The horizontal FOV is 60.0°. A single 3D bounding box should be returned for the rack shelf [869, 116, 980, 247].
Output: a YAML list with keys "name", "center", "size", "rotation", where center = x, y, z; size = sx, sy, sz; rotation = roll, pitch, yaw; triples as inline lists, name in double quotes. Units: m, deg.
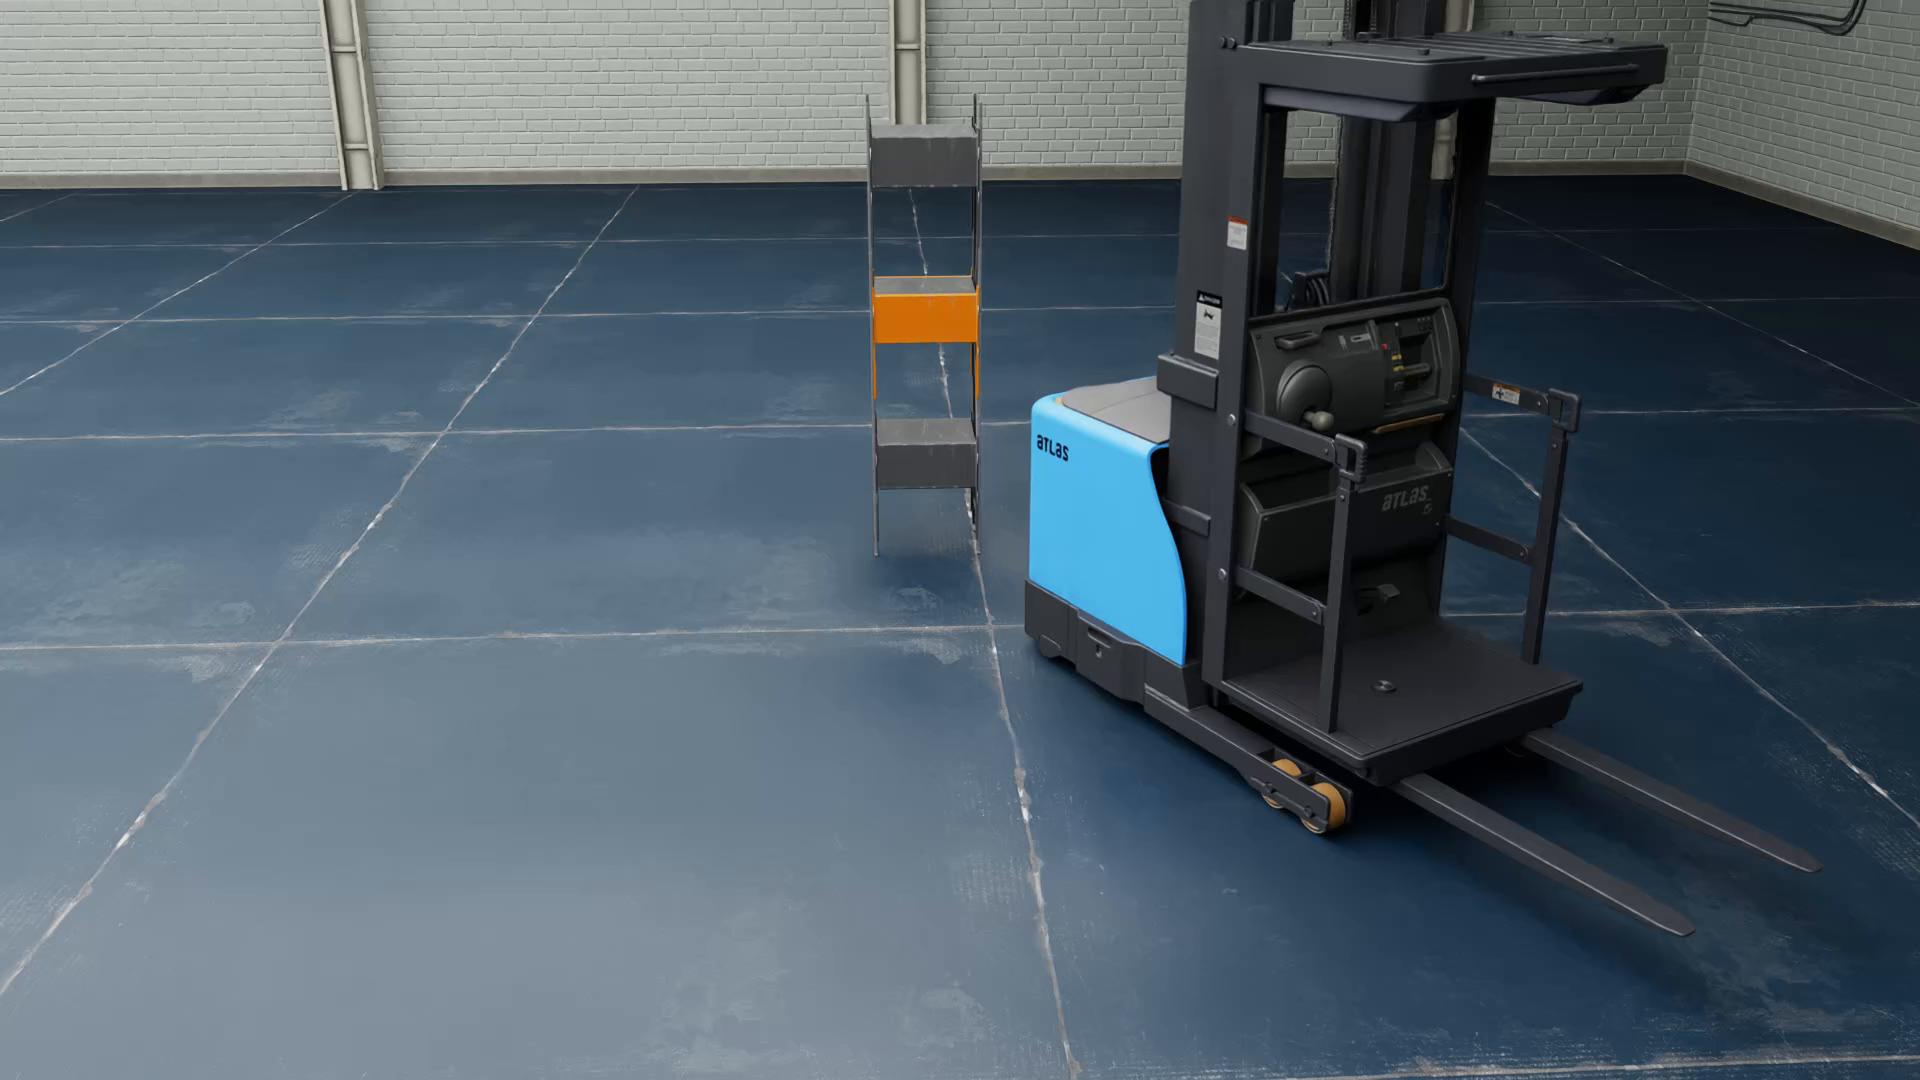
- name: "rack shelf"
  center: [-0.165, -1.619, 7.494]
  size: [0.480, 0.518, 0.431]
  rotation: [-1, 21, -3]

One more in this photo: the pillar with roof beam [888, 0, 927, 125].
- name: "pillar with roof beam"
  center: [-0.328, -6.681, 13.023]
  size: [0.400, 9.000, 9.100]
  rotation: [-1, 21, -3]

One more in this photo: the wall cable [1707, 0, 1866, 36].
- name: "wall cable"
  center: [8.433, -6.471, 16.835]
  size: [0.112, 2.526, 3.097]
  rotation: [-1, 21, -3]

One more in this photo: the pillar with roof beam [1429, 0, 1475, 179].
- name: "pillar with roof beam"
  center: [5.662, -6.803, 13.343]
  size: [0.400, 9.000, 9.100]
  rotation: [-1, 21, -3]

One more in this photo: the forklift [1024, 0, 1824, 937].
- name: "forklift"
  center: [1.480, -0.582, 5.529]
  size: [1.130, 2.935, 3.031]
  rotation: [-13, 24, -30]

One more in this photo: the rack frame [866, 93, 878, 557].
- name: "rack frame"
  center: [-0.409, -0.973, 7.726]
  size: [0.015, 2.100, 0.400]
  rotation: [-1, 21, -3]

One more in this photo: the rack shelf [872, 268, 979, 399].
- name: "rack shelf"
  center: [-0.165, -0.965, 7.743]
  size: [0.480, 0.518, 0.431]
  rotation: [-1, 21, -3]

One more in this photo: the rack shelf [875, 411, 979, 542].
- name: "rack shelf"
  center: [-0.165, -0.311, 7.992]
  size: [0.480, 0.518, 0.431]
  rotation: [-1, 21, -3]

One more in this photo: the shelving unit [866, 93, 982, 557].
- name: "shelving unit"
  center: [-0.165, -0.978, 7.739]
  size: [0.503, 2.100, 0.431]
  rotation: [-1, 21, -3]

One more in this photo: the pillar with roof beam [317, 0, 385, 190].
- name: "pillar with roof beam"
  center: [-6.318, -6.559, 12.702]
  size: [0.400, 9.000, 9.100]
  rotation: [-1, 21, -3]

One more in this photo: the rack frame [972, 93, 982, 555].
- name: "rack frame"
  center: [0.078, -0.983, 7.752]
  size: [0.015, 2.100, 0.400]
  rotation: [-1, 21, -3]
